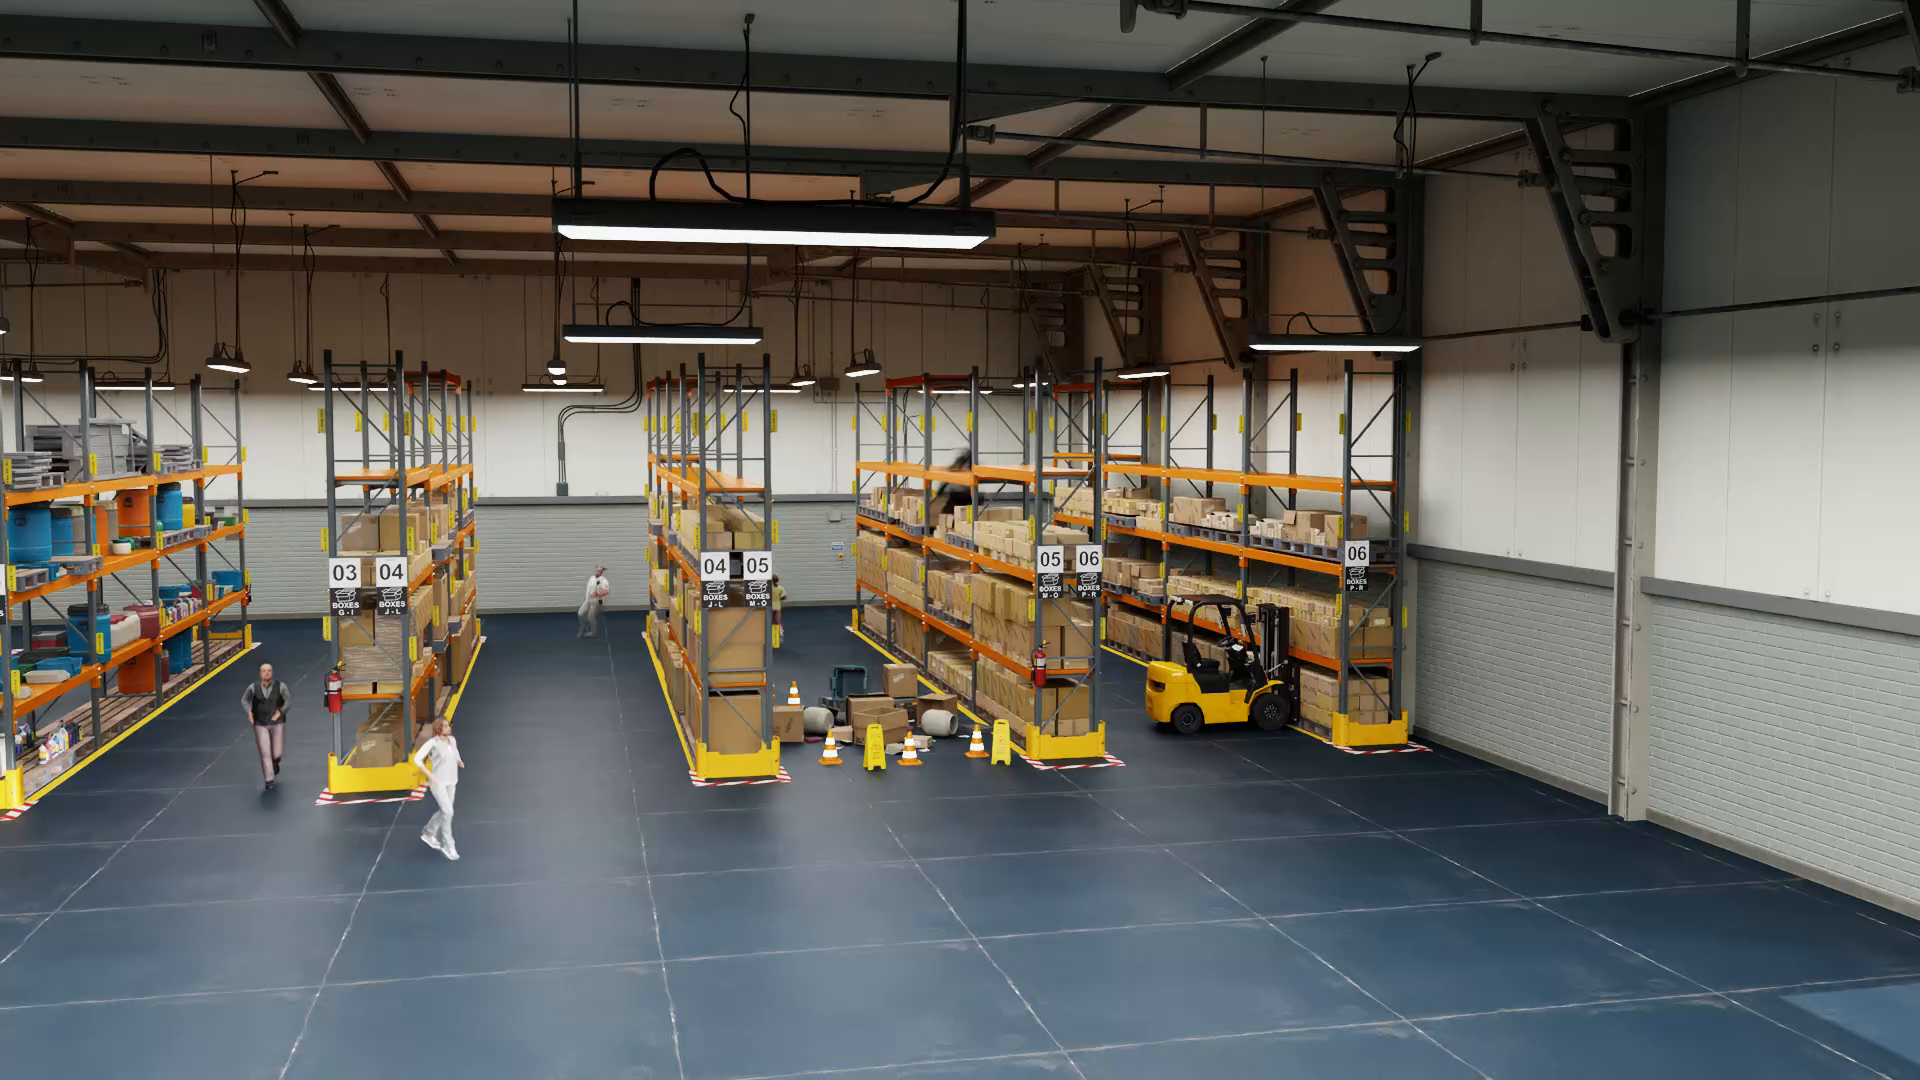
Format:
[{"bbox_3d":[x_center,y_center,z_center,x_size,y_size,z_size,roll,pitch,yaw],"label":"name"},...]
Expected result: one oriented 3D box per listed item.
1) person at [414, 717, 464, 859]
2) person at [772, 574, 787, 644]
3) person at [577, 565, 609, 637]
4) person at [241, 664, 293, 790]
[{"bbox_3d":[-6.028,2.873,19.316,0.642,1.651,0.544,2,4,25],"label":"person"},{"bbox_3d":[-4.183,1.584,37.369,0.589,1.634,0.806,-2,4,-23],"label":"person"},{"bbox_3d":[-8.630,1.453,39.026,0.792,1.722,0.554,2,5,31],"label":"person"},{"bbox_3d":[-9.534,2.523,22.904,0.665,1.643,0.842,-2,4,-23],"label":"person"}]
